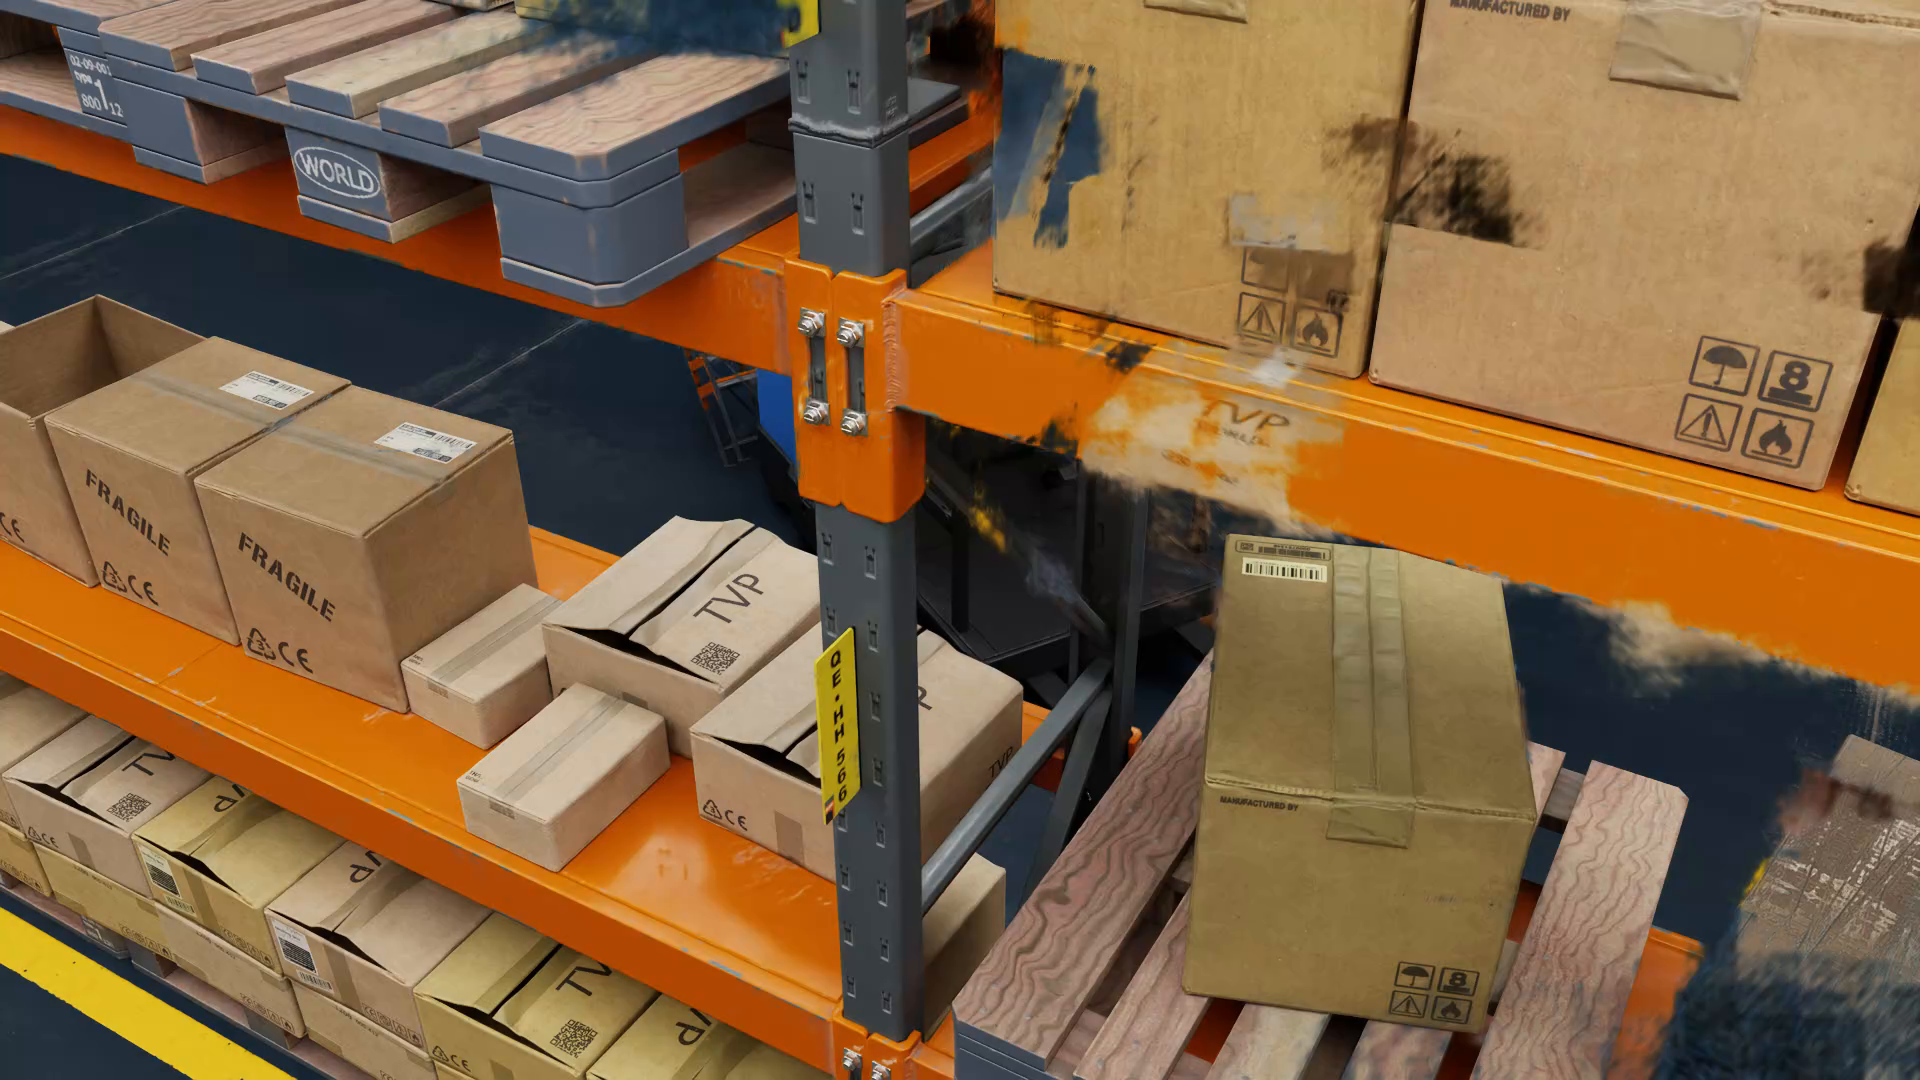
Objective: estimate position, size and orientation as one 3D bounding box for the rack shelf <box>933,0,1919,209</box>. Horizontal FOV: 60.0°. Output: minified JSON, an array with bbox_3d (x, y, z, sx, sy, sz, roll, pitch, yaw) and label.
[{"bbox_3d":[-5.125,-0.846,5.963,4.000,0.370,1.077,18,37,24],"label":"rack shelf"}]
